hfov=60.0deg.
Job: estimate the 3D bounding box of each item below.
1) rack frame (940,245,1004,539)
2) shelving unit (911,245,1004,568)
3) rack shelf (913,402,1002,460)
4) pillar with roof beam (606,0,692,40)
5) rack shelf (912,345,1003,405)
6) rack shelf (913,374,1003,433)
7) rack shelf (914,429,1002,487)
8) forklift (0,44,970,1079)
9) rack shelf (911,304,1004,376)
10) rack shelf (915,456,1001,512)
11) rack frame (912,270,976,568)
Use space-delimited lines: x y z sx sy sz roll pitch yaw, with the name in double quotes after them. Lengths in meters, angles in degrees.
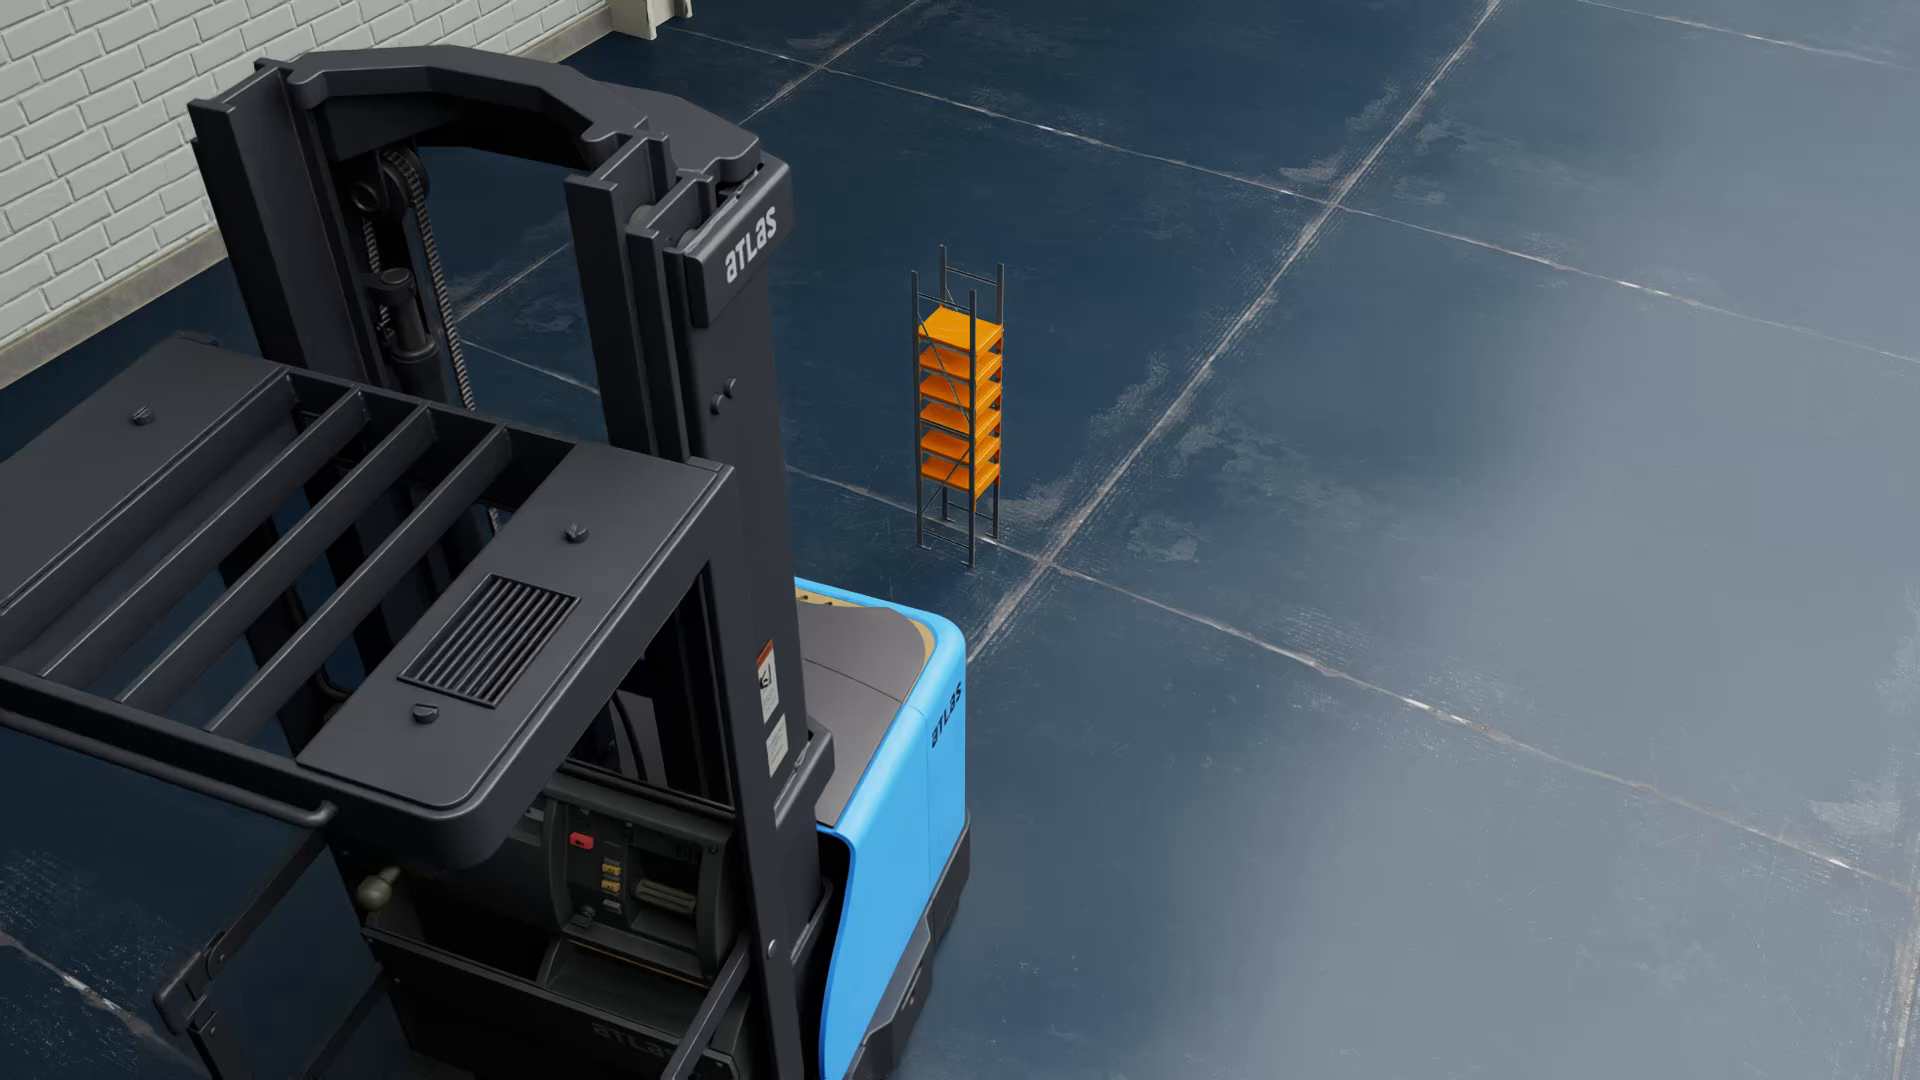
0.039 -0.494 5.904 0.240 1.200 0.006 21 45 22 "rack frame"
-0.007 -0.442 5.844 0.258 1.200 0.189 21 45 22 "shelving unit"
-0.007 -0.409 5.873 0.258 0.103 0.180 21 45 22 "rack shelf"
1.931 -4.969 5.083 9.100 9.000 0.400 21 45 22 "pillar with roof beam"
-0.007 -0.589 5.715 0.258 0.103 0.180 21 45 22 "rack shelf"
-0.007 -0.499 5.794 0.258 0.103 0.180 21 45 22 "rack shelf"
-0.007 -0.319 5.953 0.258 0.103 0.180 21 45 22 "rack shelf"
-0.969 0.716 3.219 1.130 2.935 3.031 14 43 15 "forklift"
-0.007 -0.679 5.636 0.258 0.103 0.180 21 45 22 "rack shelf"
-0.007 -0.229 6.032 0.258 0.103 0.180 21 45 22 "rack shelf"
-0.053 -0.390 5.785 0.240 1.200 0.006 21 45 22 "rack frame"
